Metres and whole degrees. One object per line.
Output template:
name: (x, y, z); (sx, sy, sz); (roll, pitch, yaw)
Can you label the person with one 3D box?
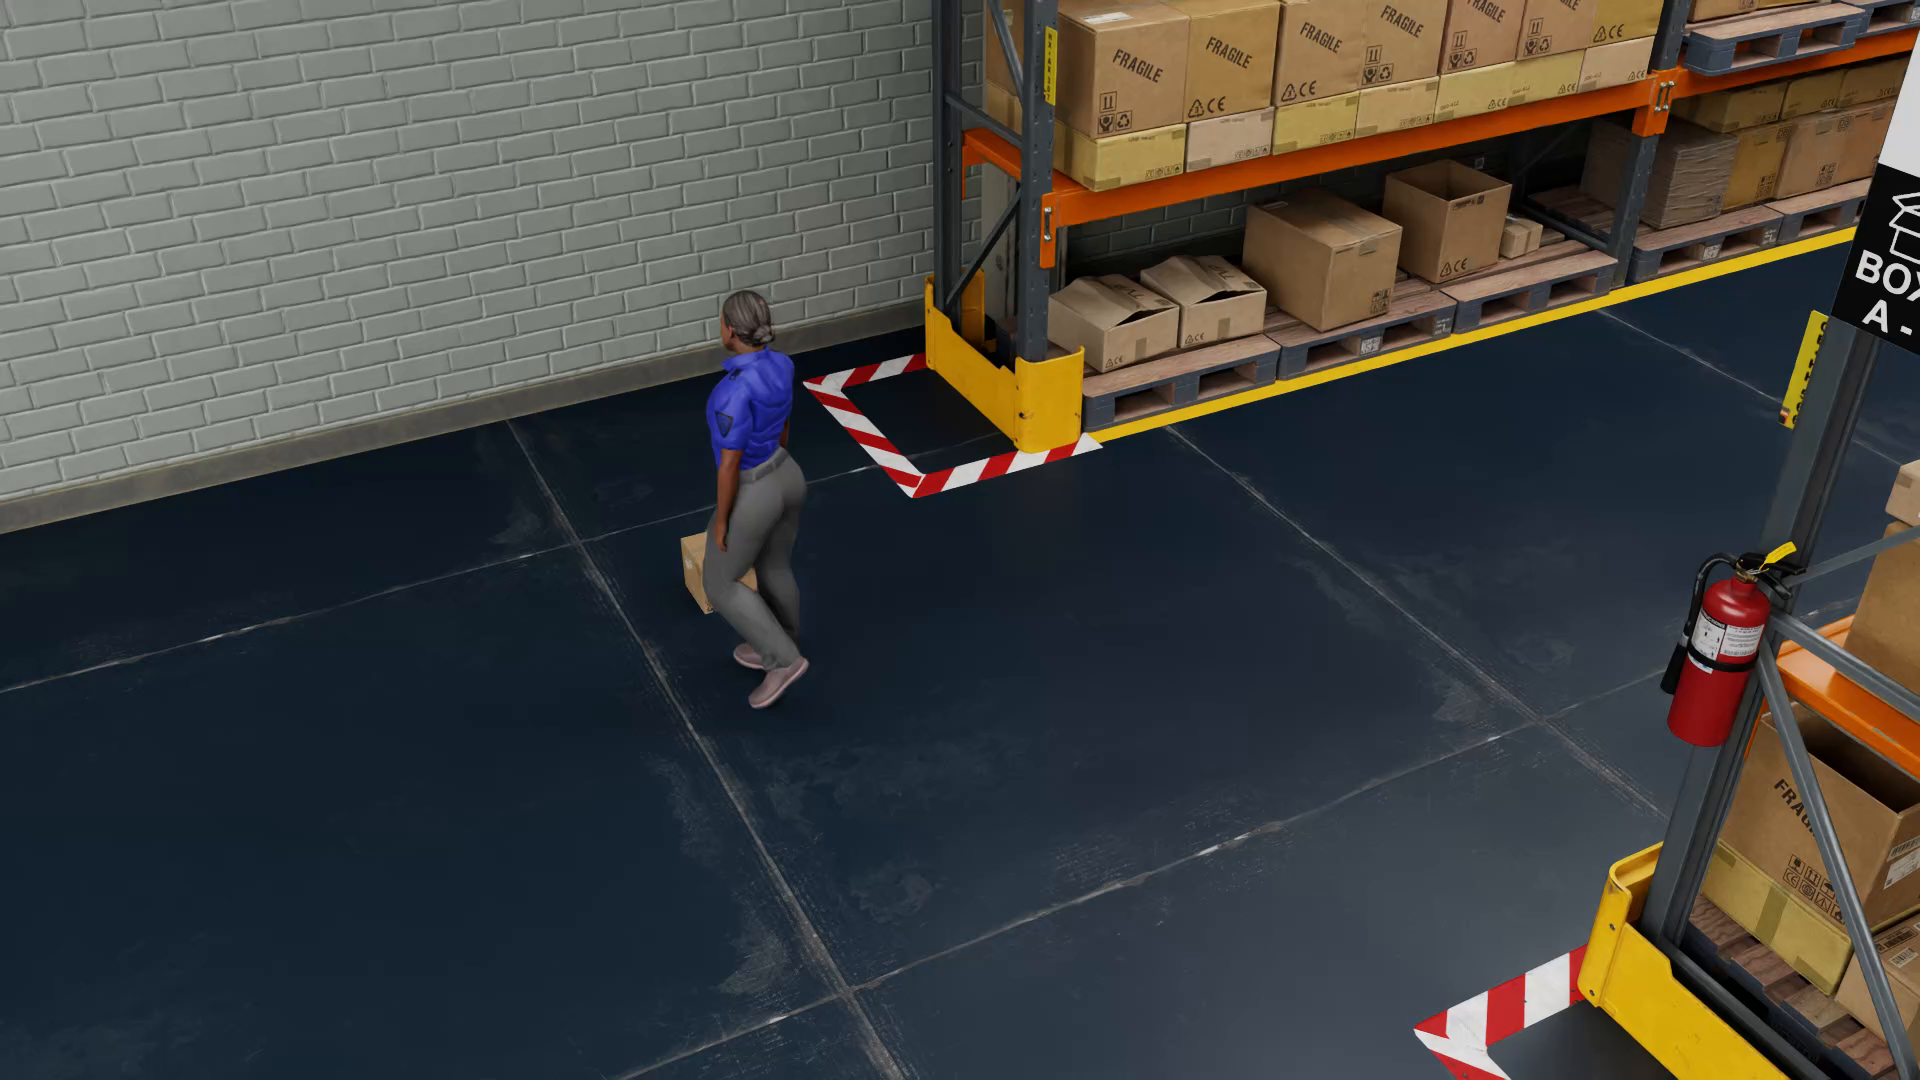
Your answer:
person: (-0.756, -0.183, 6.330); (0.383, 1.586, 0.477); (16, 36, 23)
